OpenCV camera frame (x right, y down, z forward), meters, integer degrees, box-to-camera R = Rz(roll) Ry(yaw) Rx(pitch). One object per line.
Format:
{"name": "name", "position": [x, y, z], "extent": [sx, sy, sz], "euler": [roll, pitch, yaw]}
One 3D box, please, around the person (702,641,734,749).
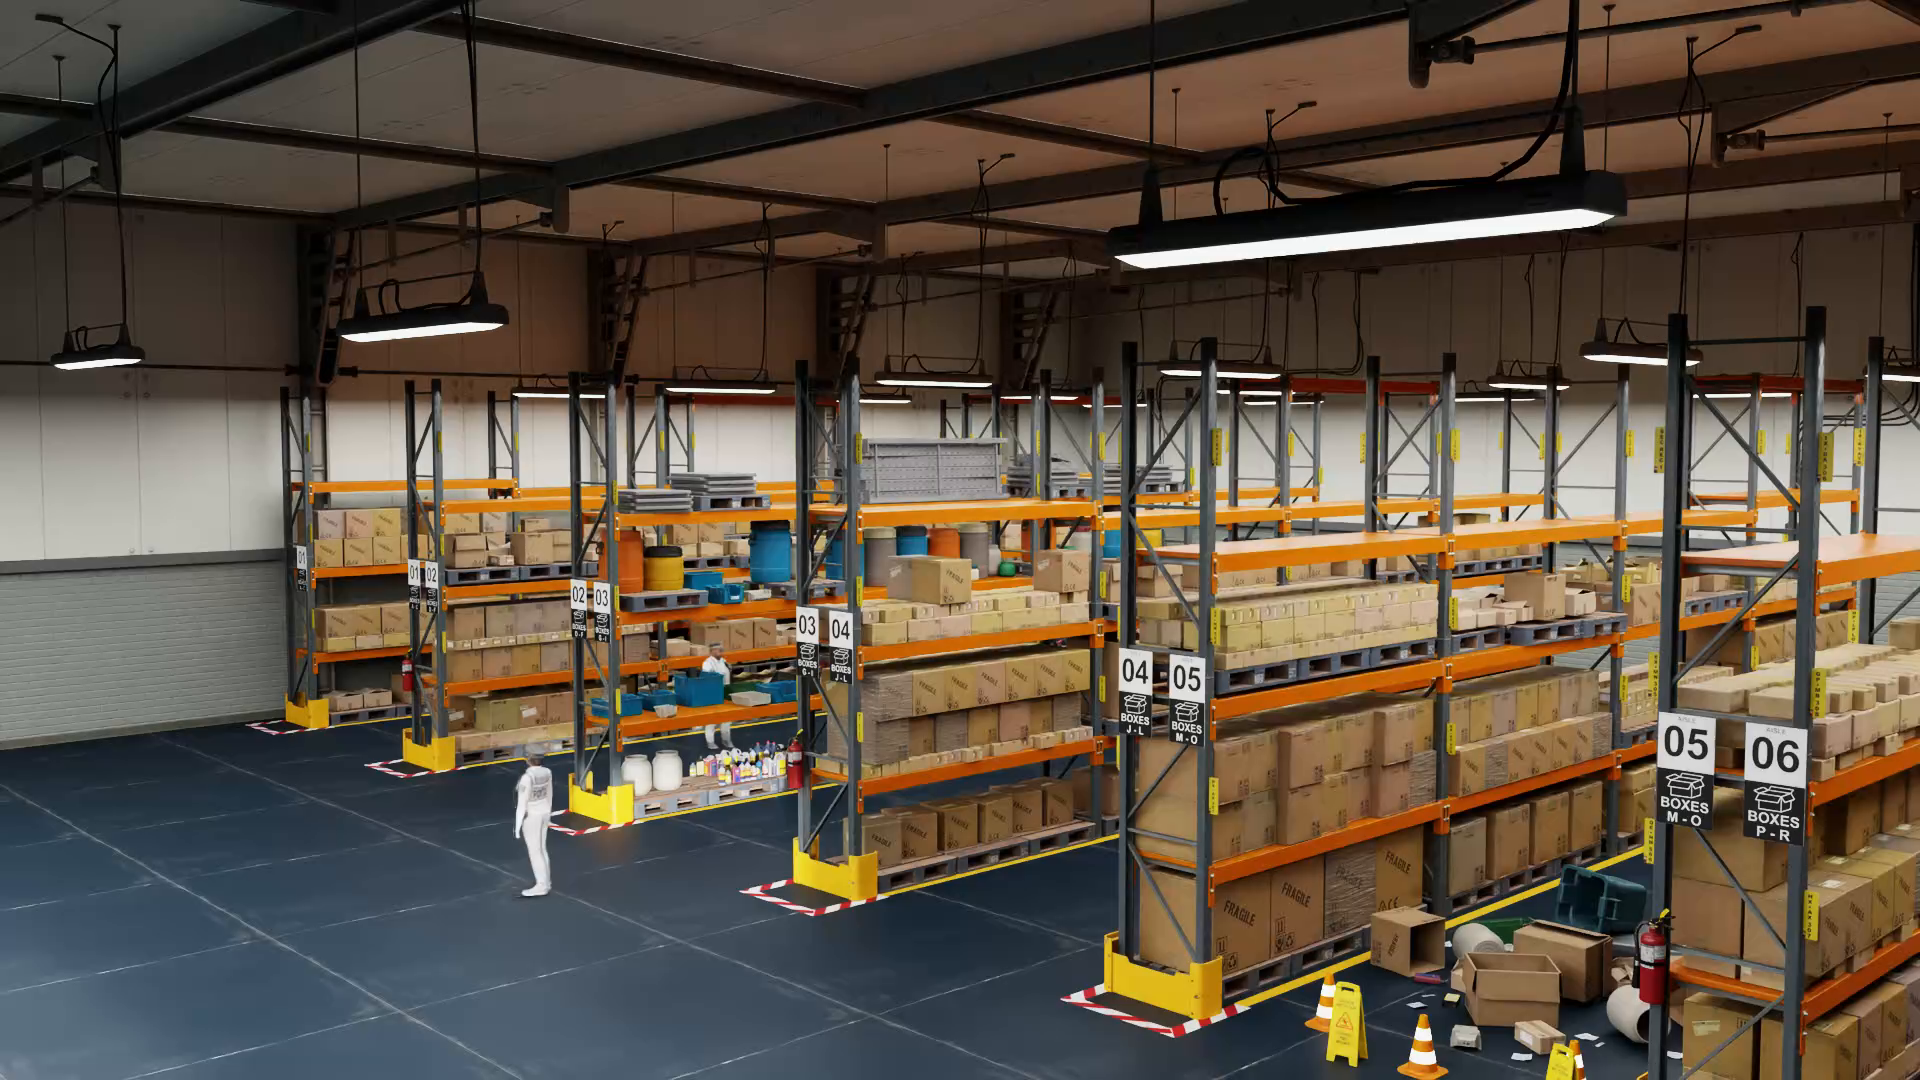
{"name": "person", "position": [-4.000, 2.567, 27.344], "extent": [0.420, 1.822, 0.608], "euler": [3, 5, 39]}

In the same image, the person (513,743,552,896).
{"name": "person", "position": [-4.773, 3.144, 18.637], "extent": [0.389, 1.721, 0.591], "euler": [1, 4, 18]}

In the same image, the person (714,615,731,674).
{"name": "person", "position": [-4.699, 2.194, 32.482], "extent": [0.725, 1.775, 0.552], "euler": [0, 4, -8]}
